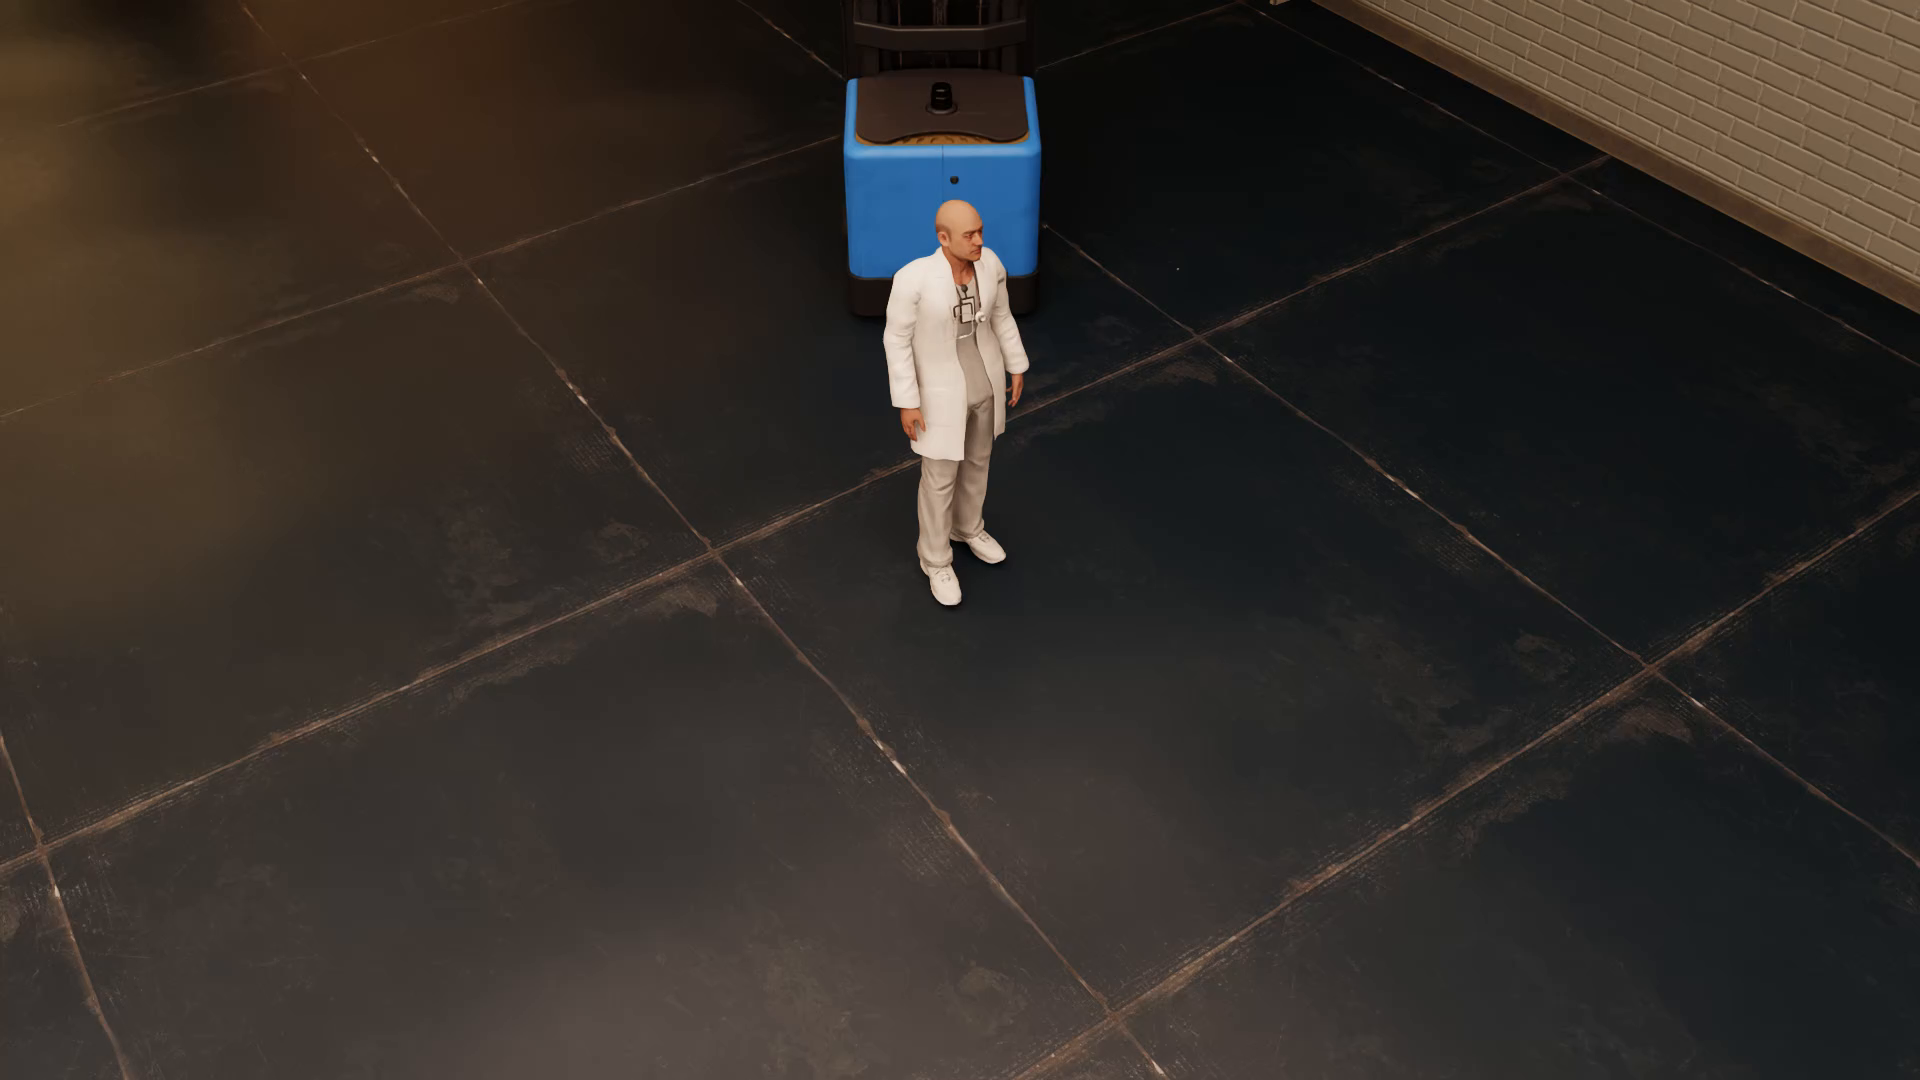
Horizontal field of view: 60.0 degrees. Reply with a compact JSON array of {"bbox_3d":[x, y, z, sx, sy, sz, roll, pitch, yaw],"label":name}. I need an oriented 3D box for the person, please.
[{"bbox_3d":[0.048,-0.607,7.215,0.696,1.776,0.581,-25,48,-25],"label":"person"}]

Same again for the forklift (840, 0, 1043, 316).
[{"bbox_3d":[-0.123,-3.283,9.278,1.130,2.935,3.031,-1,43,-1],"label":"forklift"}]
